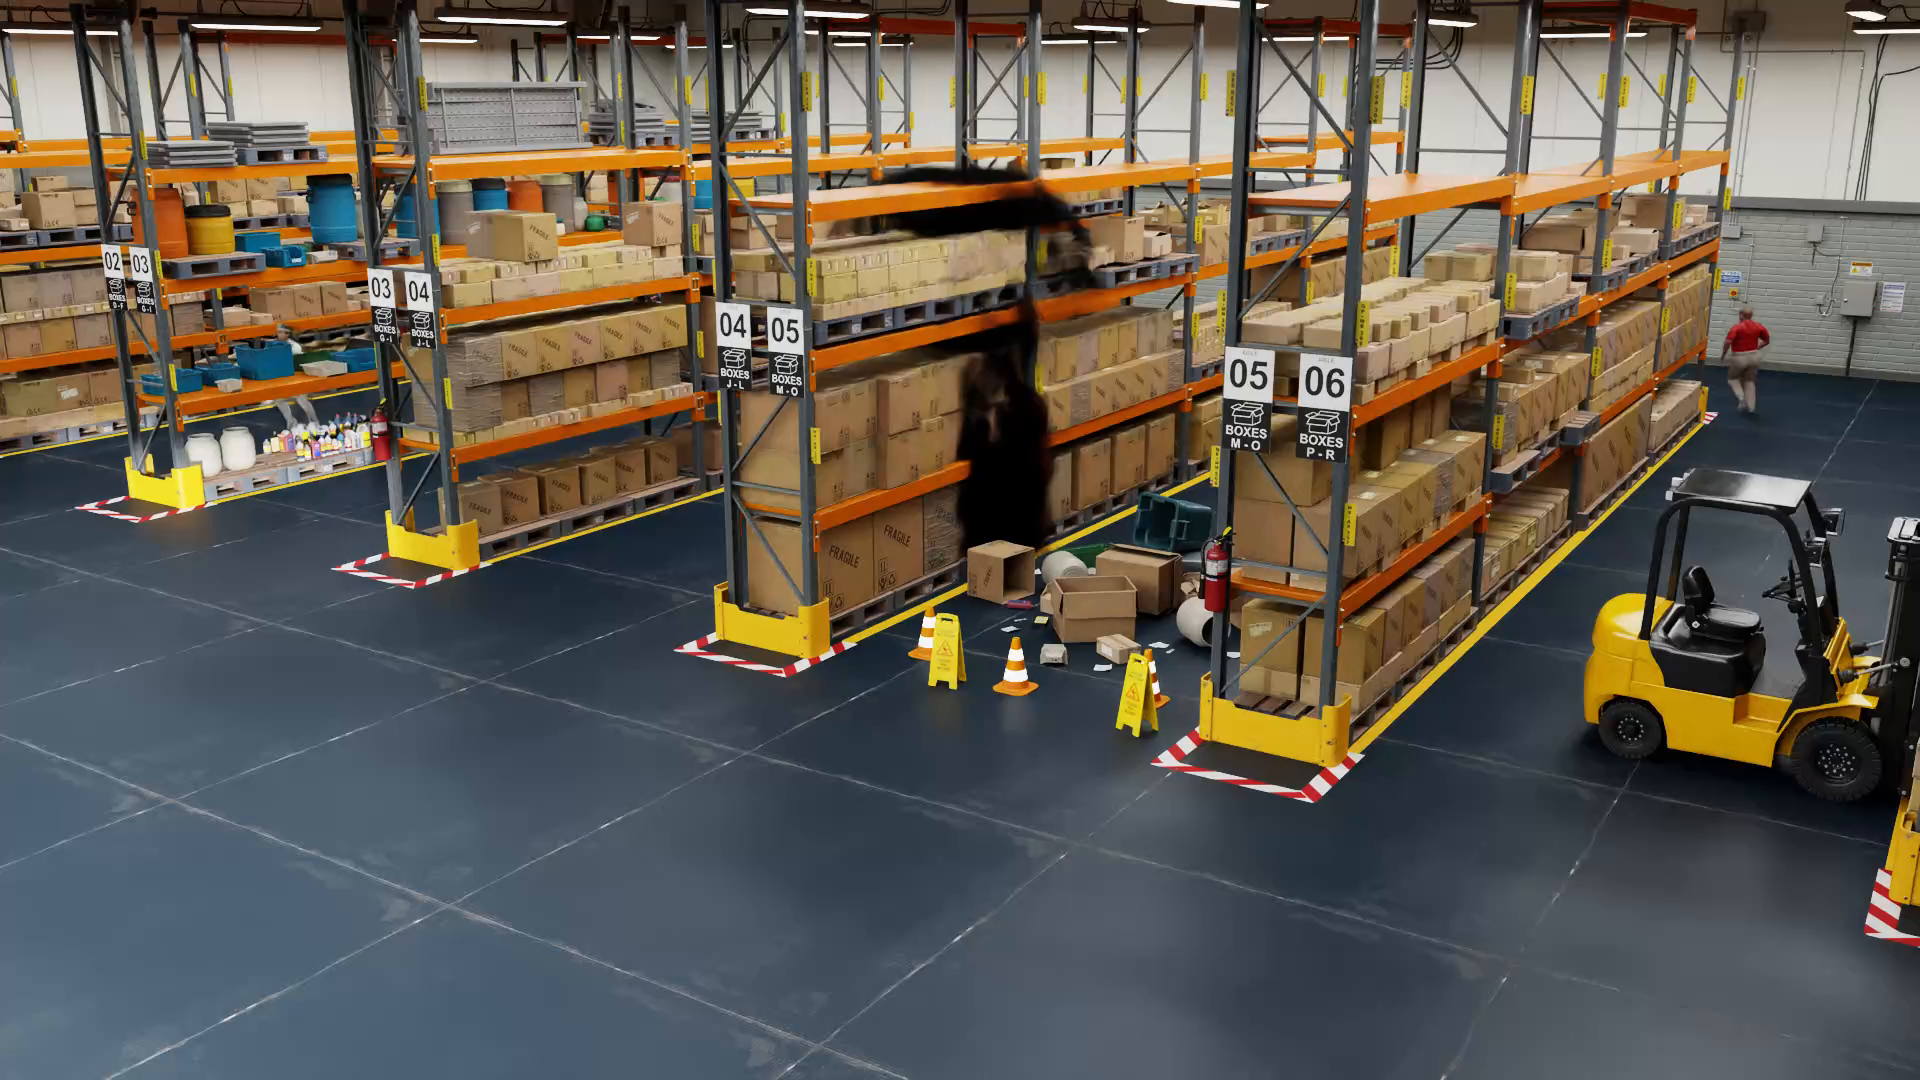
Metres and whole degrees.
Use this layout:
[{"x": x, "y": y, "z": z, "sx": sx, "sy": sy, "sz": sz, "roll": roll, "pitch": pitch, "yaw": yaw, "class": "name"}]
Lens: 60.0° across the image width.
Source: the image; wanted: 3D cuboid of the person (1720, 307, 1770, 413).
[{"x": 12.390, "y": -2.859, "z": 26.378, "sx": 0.737, "sy": 1.678, "sz": 0.519, "roll": 1, "pitch": 16, "yaw": 3, "class": "person"}]

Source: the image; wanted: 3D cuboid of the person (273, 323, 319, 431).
[{"x": -9.910, "y": -2.397, "z": 24.709, "sx": 0.638, "sy": 1.689, "sz": 0.800, "roll": 7, "pitch": 17, "yaw": 23, "class": "person"}]
